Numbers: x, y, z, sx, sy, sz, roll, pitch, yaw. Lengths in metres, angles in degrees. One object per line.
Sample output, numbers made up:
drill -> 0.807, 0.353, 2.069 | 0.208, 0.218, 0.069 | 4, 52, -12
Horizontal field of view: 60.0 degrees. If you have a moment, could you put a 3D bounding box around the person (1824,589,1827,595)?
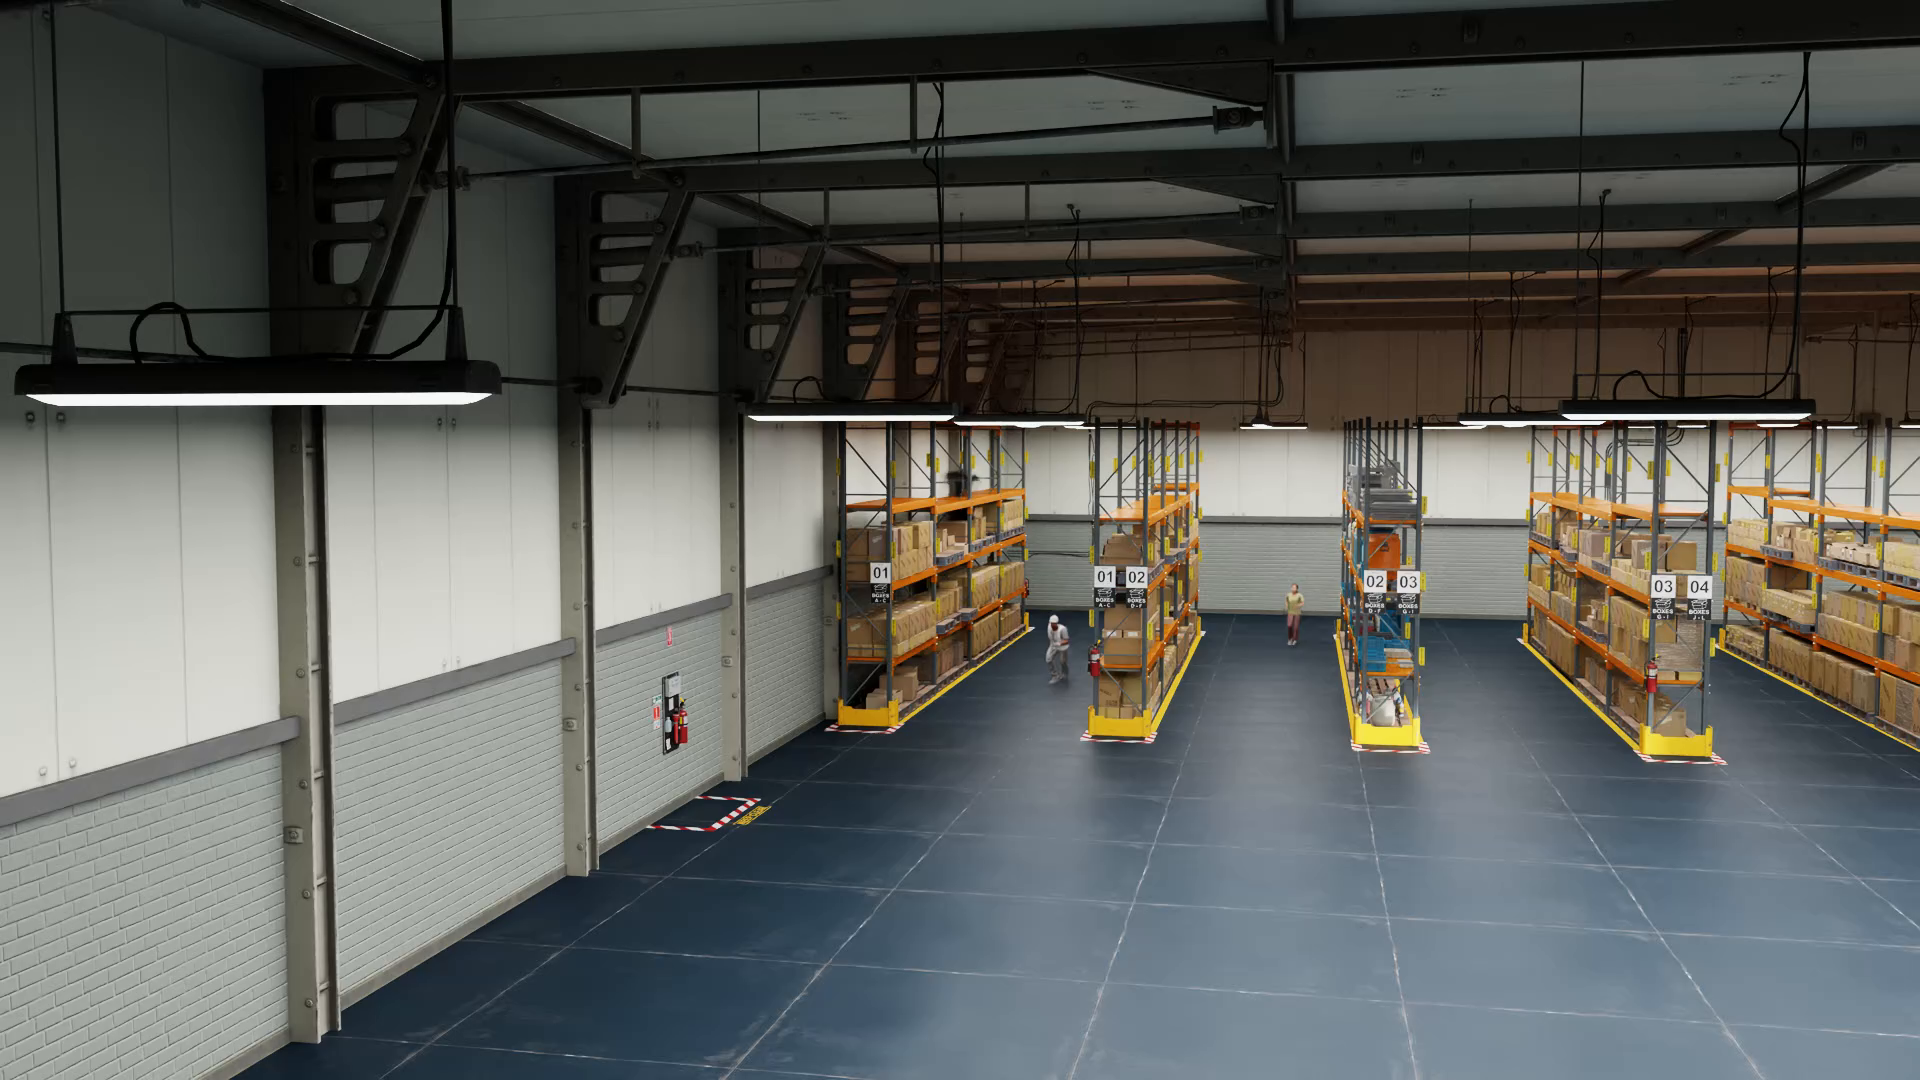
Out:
person -> 22.939, 2.141, 43.481 | 0.650, 1.667, 0.899 | -2, 4, -32

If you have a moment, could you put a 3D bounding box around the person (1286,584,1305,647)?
person -> 8.950, 2.002, 44.472 | 0.541, 1.679, 0.674 | 1, 4, 18

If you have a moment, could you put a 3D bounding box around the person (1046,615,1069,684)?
person -> 2.258, 2.447, 37.704 | 0.669, 1.570, 1.149 | 2, 4, 28
